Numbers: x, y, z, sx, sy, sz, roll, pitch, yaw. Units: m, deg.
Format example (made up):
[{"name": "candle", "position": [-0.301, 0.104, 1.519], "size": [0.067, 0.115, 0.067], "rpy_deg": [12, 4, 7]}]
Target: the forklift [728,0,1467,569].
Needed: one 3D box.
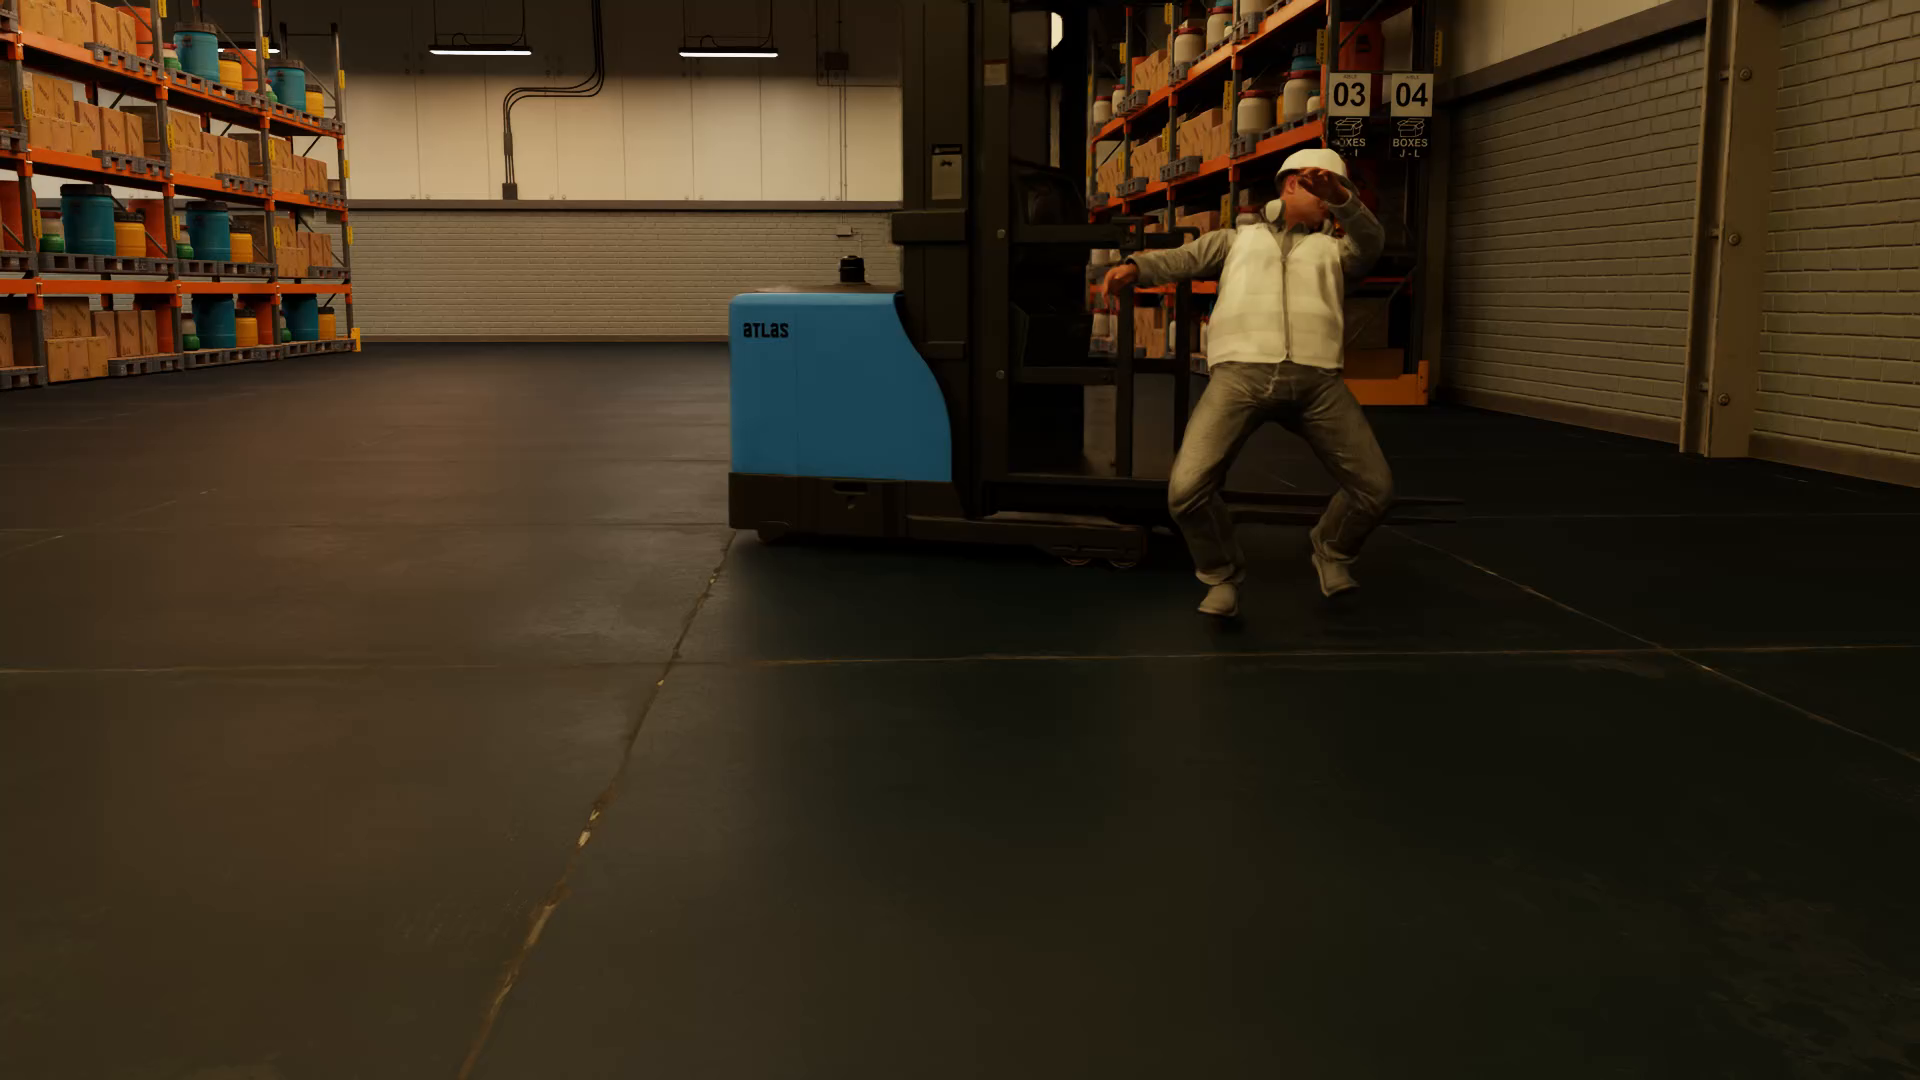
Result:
[{"name": "forklift", "position": [0.568, -1.424, 6.924], "size": [3.031, 2.935, 1.130], "rpy_deg": [3, 9, 20]}]

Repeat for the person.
[{"name": "person", "position": [0.913, -0.512, 5.367], "size": [0.975, 1.520, 0.751], "rpy_deg": [-1, 8, -5]}]
